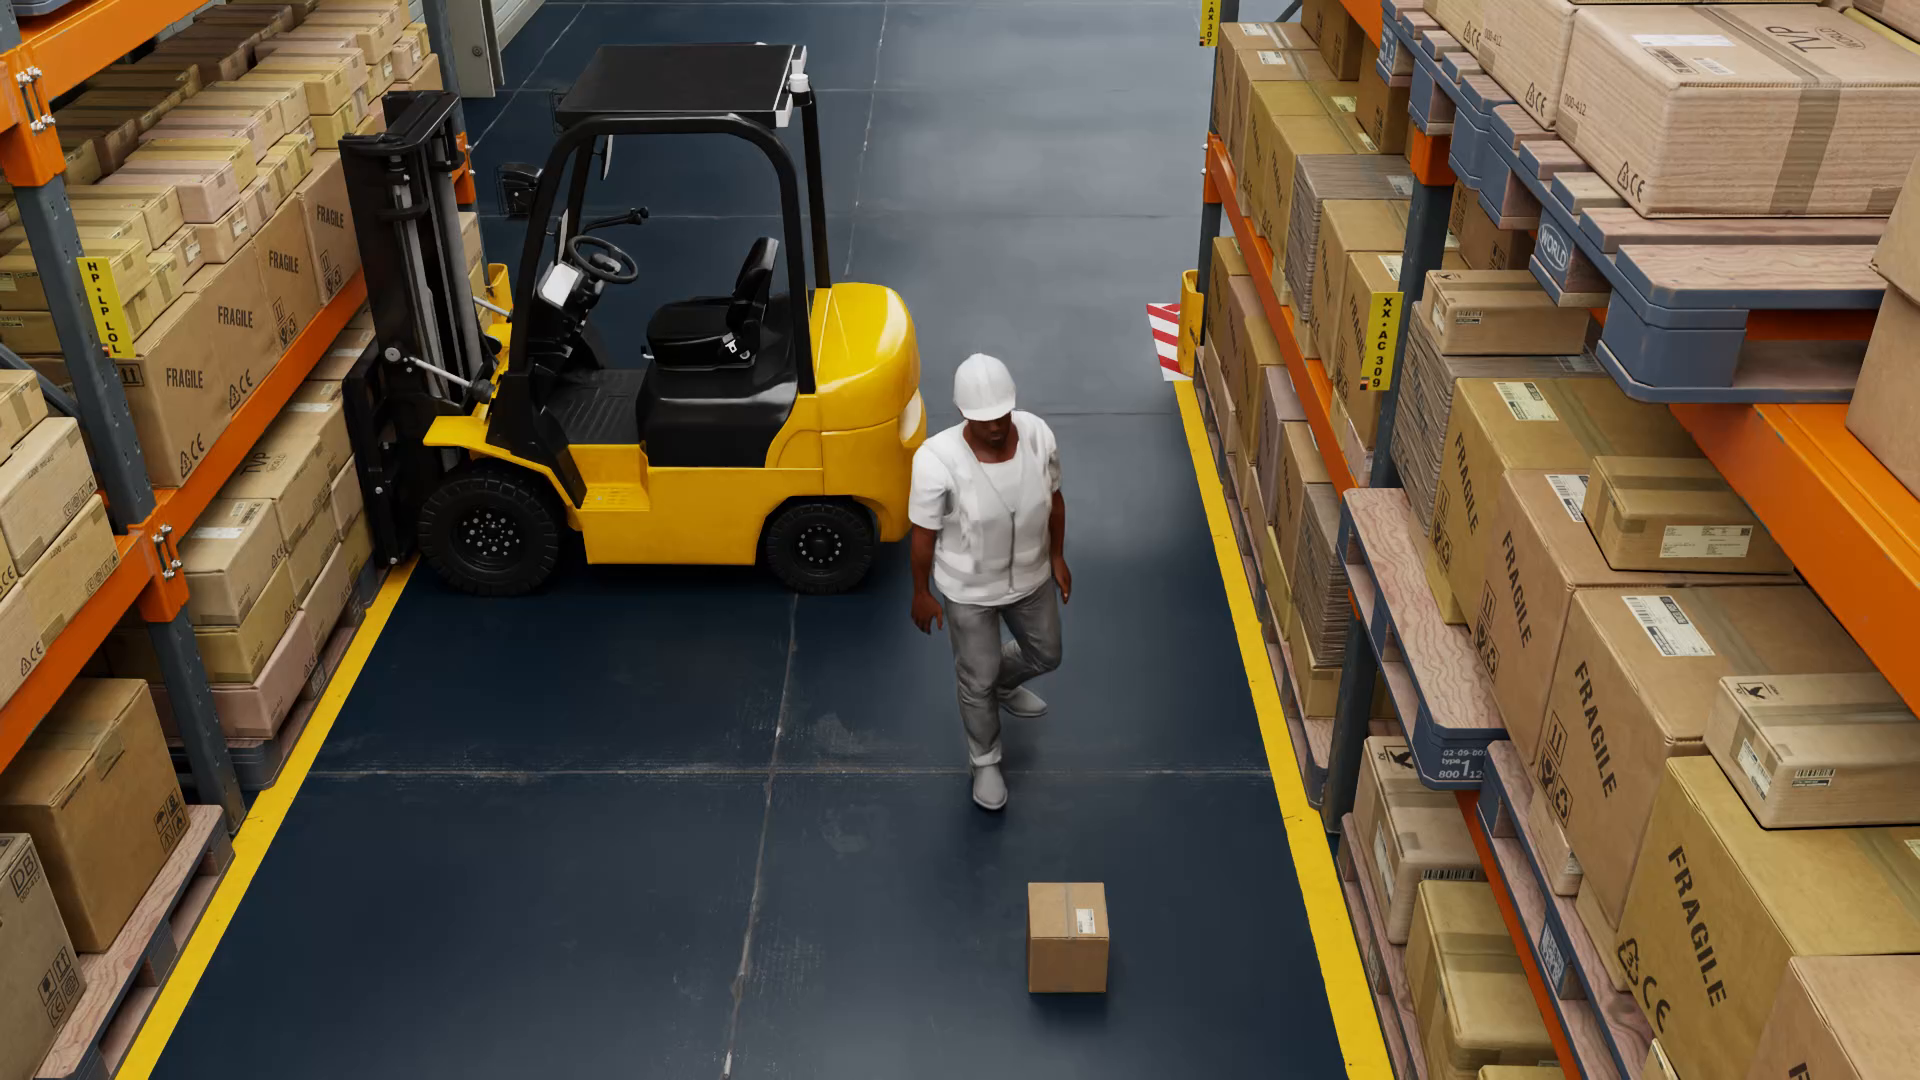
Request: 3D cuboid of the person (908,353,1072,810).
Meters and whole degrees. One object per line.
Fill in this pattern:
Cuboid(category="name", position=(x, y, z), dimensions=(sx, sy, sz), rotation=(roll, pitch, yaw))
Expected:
Cuboid(category="person", position=(0.106, 0.099, 5.922), dimensions=(0.635, 1.761, 0.590), rotation=(-14, 34, -22))
